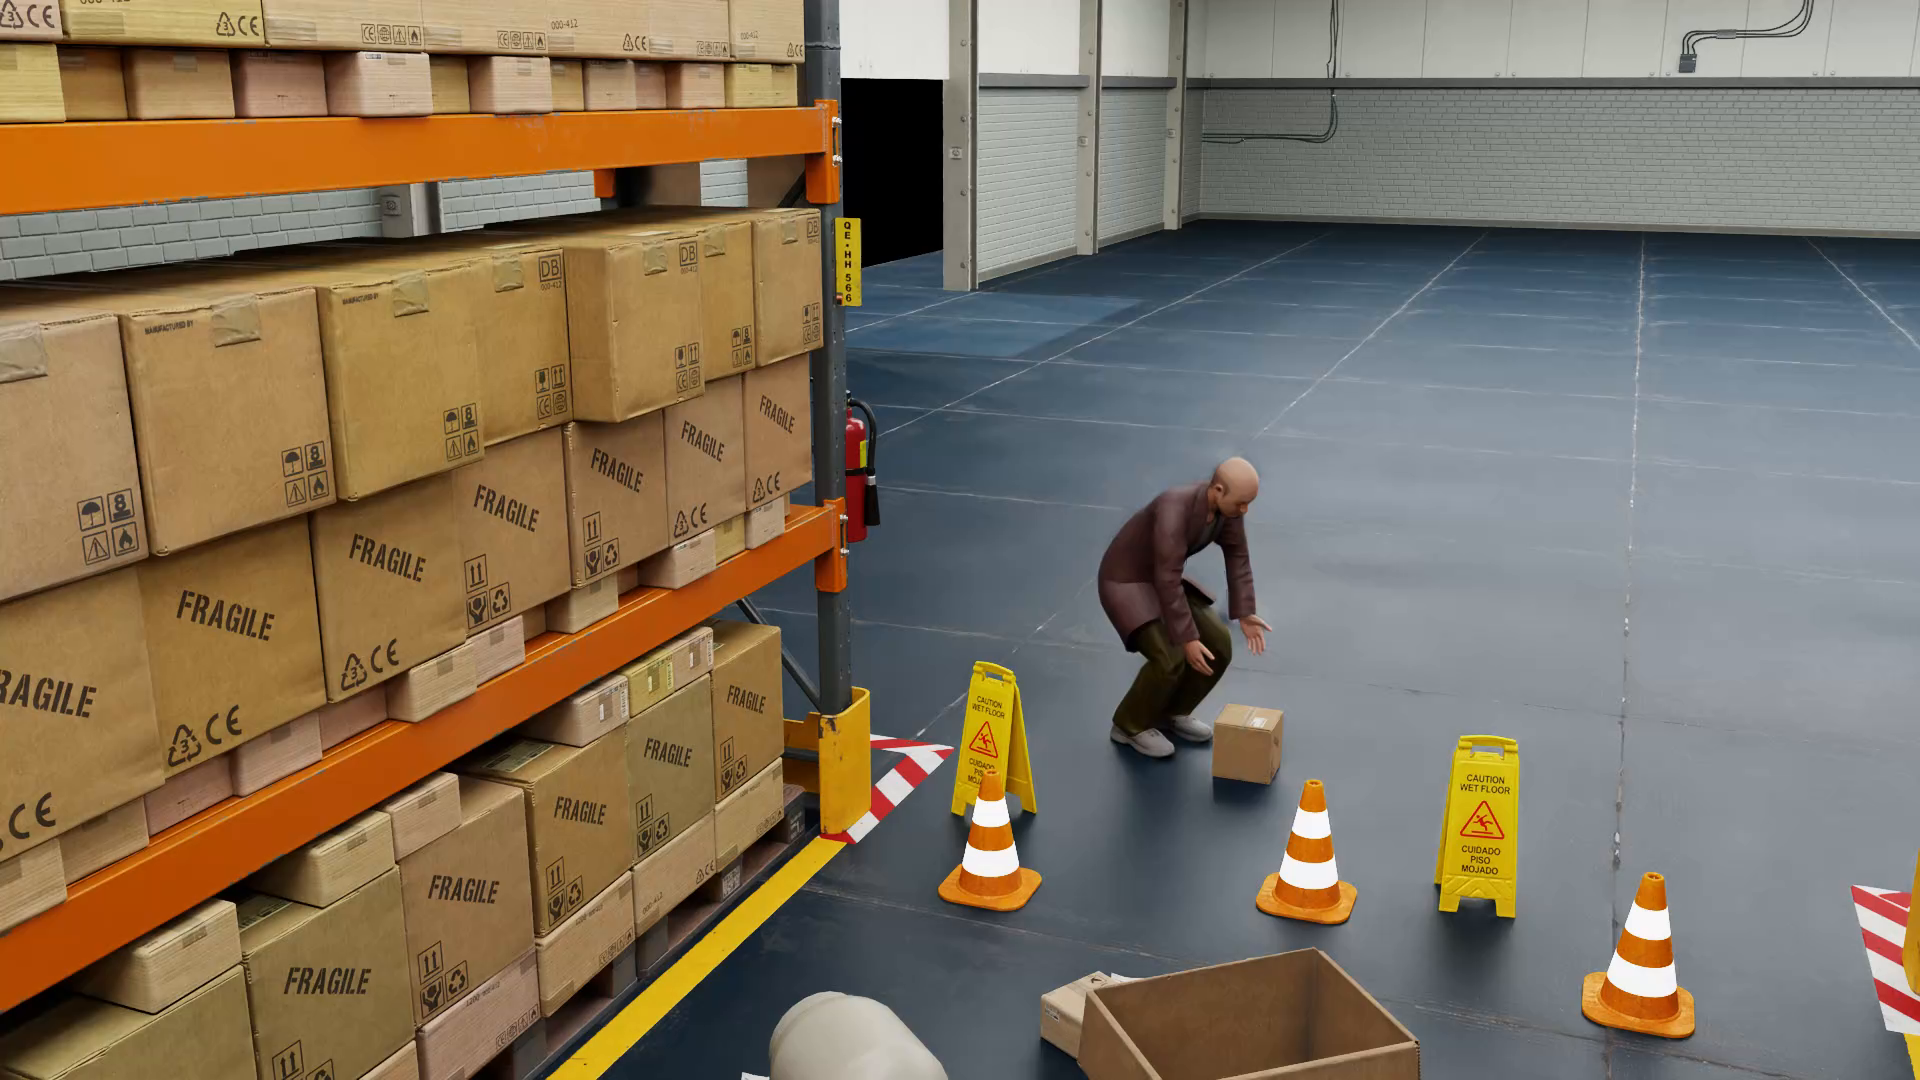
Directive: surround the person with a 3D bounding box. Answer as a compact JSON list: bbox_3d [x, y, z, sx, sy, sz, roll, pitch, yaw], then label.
[{"bbox_3d":[1.051,0.428,7.304,0.948,1.078,0.581,14,21,42],"label":"person"}]
